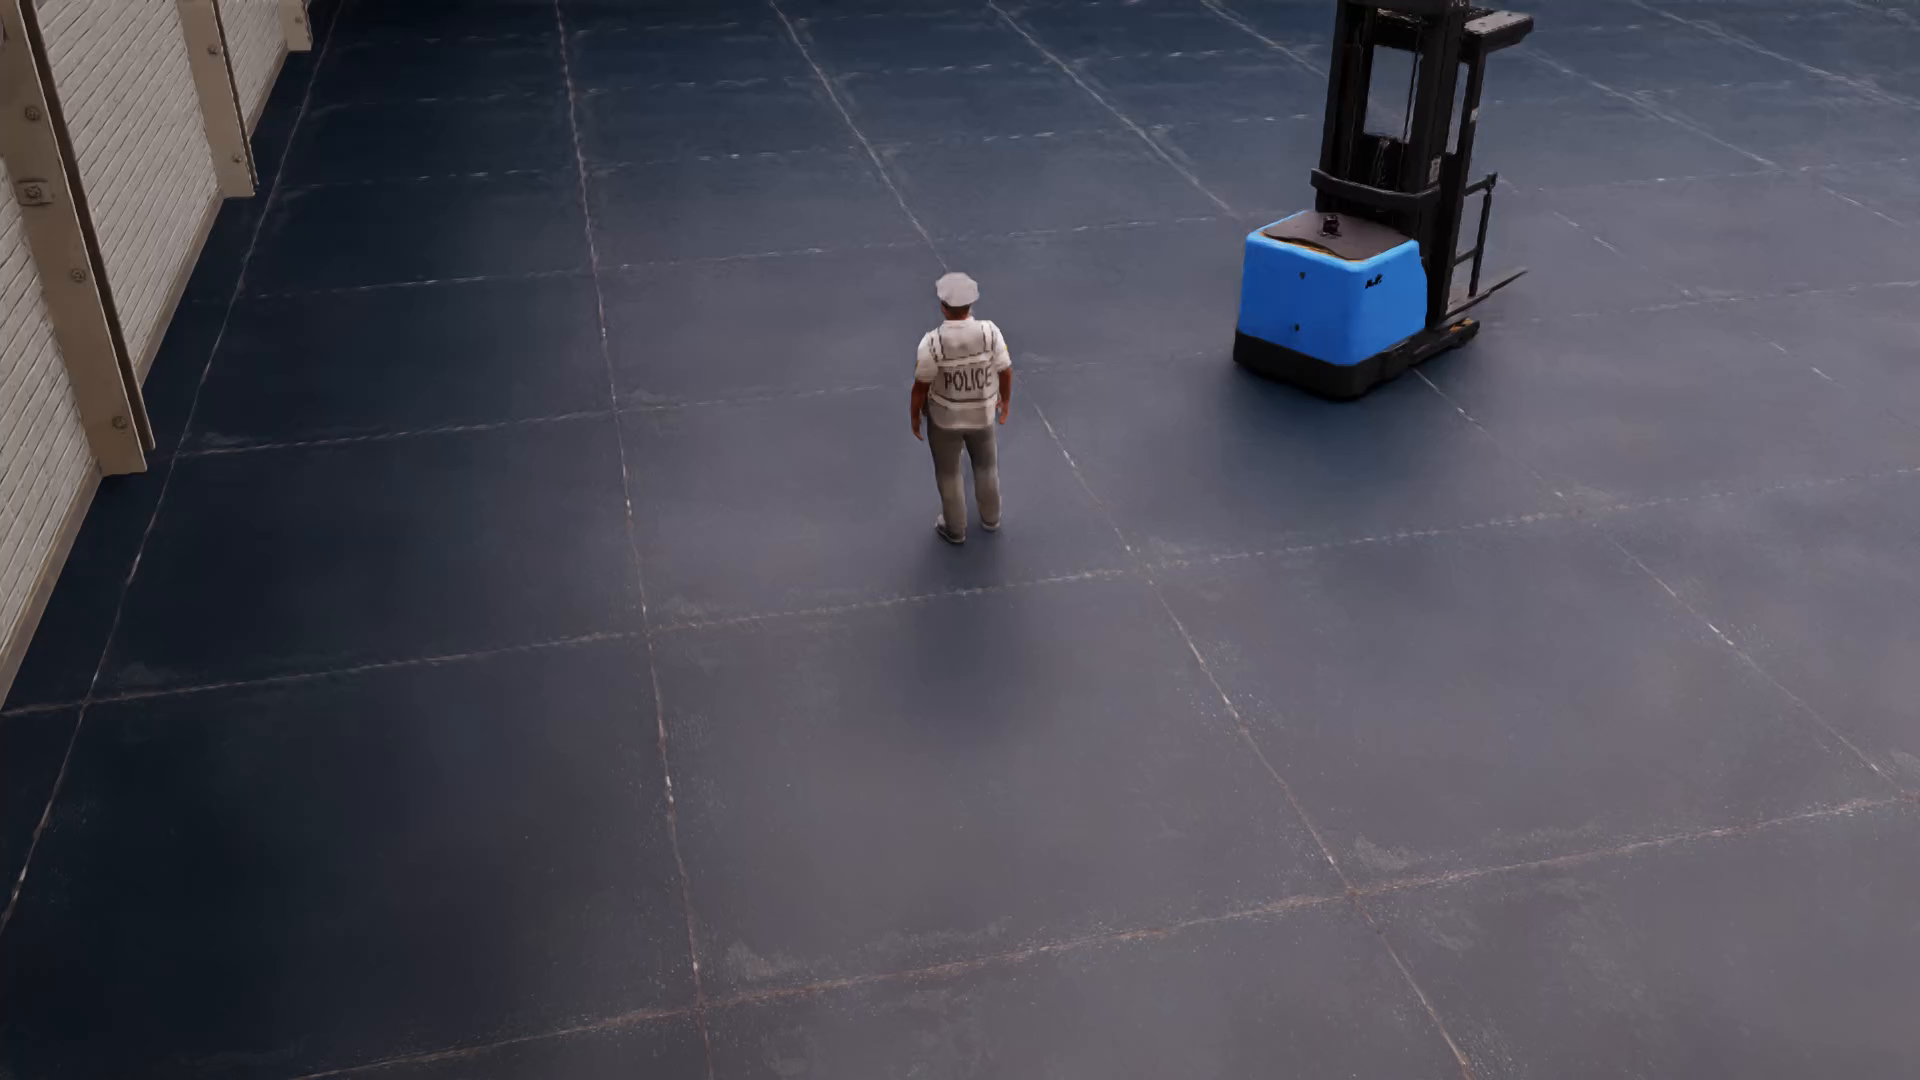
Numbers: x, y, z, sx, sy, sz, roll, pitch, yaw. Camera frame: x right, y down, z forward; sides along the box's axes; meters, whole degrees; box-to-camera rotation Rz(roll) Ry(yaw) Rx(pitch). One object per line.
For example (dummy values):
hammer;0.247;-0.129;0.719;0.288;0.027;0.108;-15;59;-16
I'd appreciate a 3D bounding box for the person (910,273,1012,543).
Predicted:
person;-0.007;-0.817;10.118;0.640;1.781;0.574;-7;31;-12

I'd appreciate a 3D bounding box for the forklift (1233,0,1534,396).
forklift;3.495;-2.957;12.682;1.130;2.935;3.031;26;39;38
